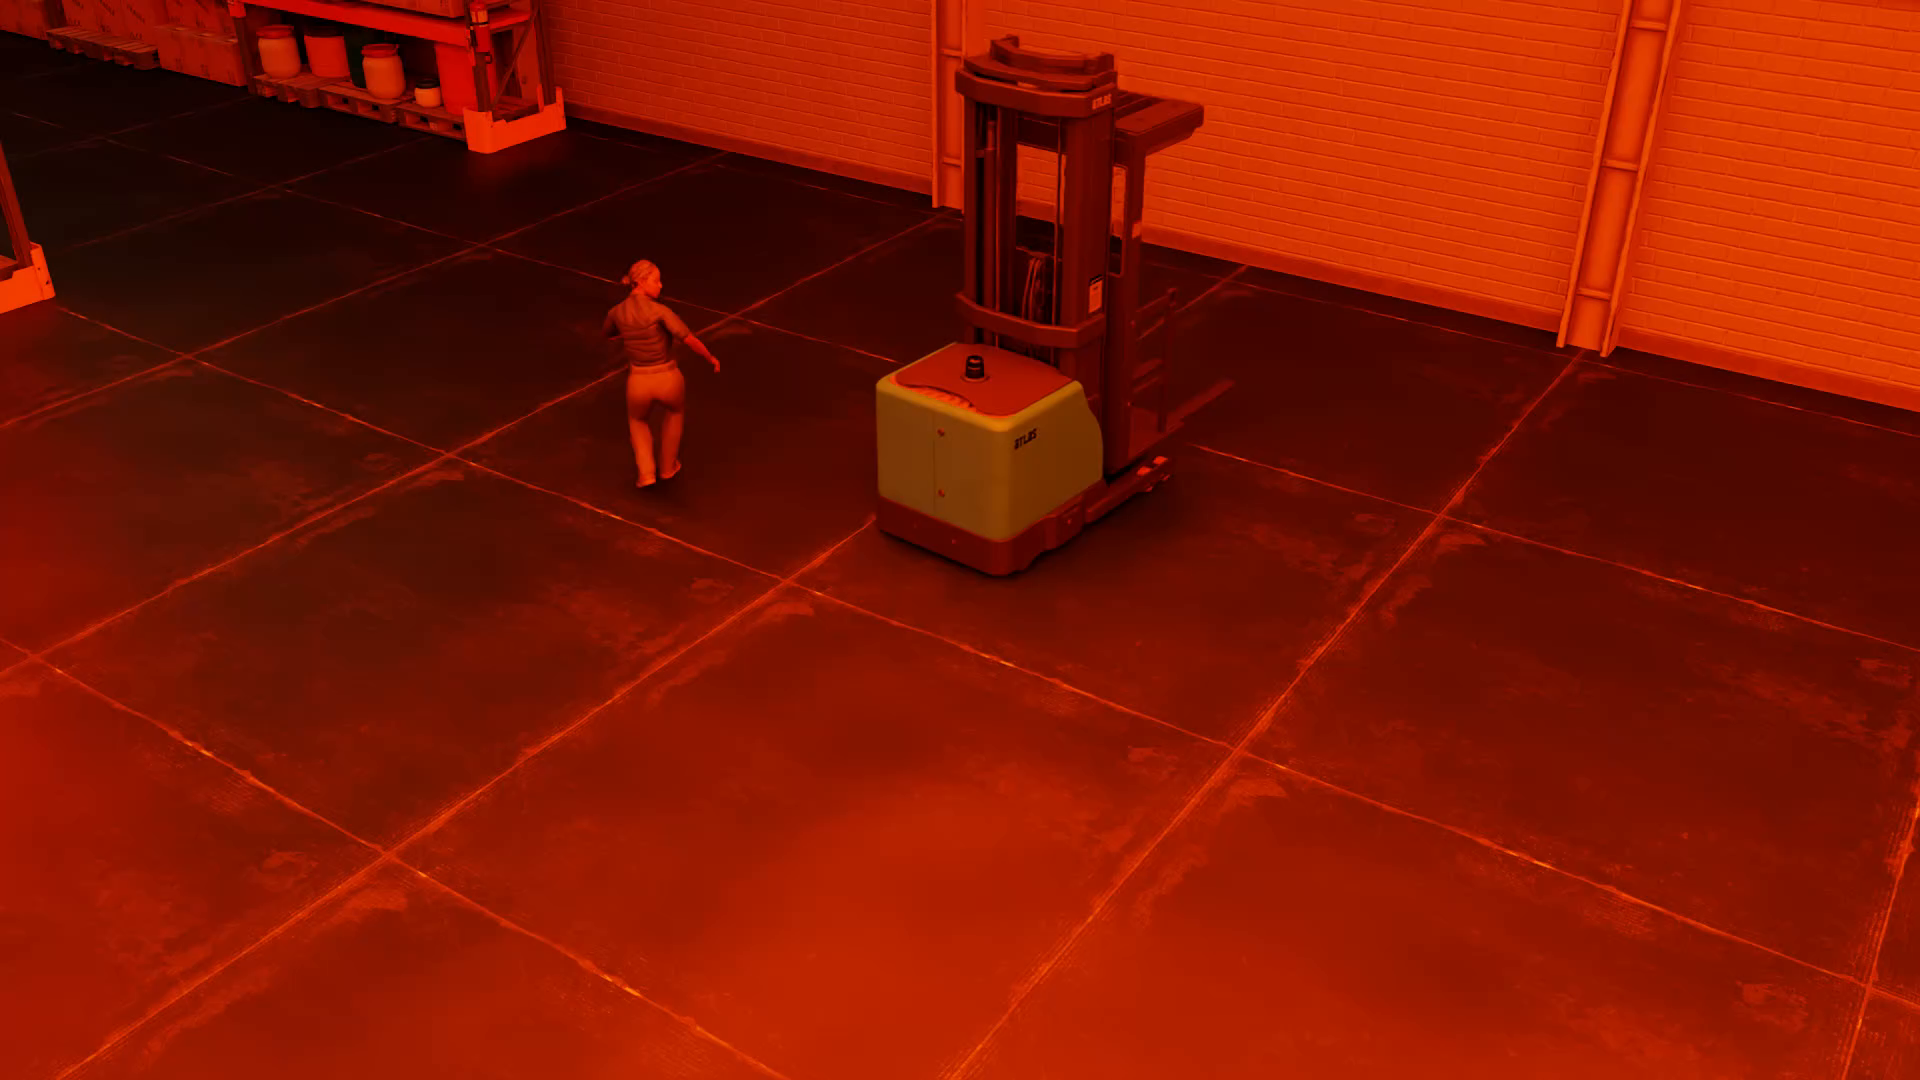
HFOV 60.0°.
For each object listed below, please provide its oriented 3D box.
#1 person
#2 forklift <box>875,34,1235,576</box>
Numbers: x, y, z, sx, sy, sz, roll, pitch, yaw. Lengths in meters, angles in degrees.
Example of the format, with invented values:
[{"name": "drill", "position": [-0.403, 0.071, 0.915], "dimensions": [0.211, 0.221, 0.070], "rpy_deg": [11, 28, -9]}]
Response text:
[{"name": "person", "position": [-1.949, -1.102, 10.860], "dimensions": [0.760, 1.548, 0.748], "rpy_deg": [2, 30, 3]}, {"name": "forklift", "position": [0.786, -1.726, 10.553], "dimensions": [1.130, 2.935, 3.031], "rpy_deg": [22, 37, 33]}]
